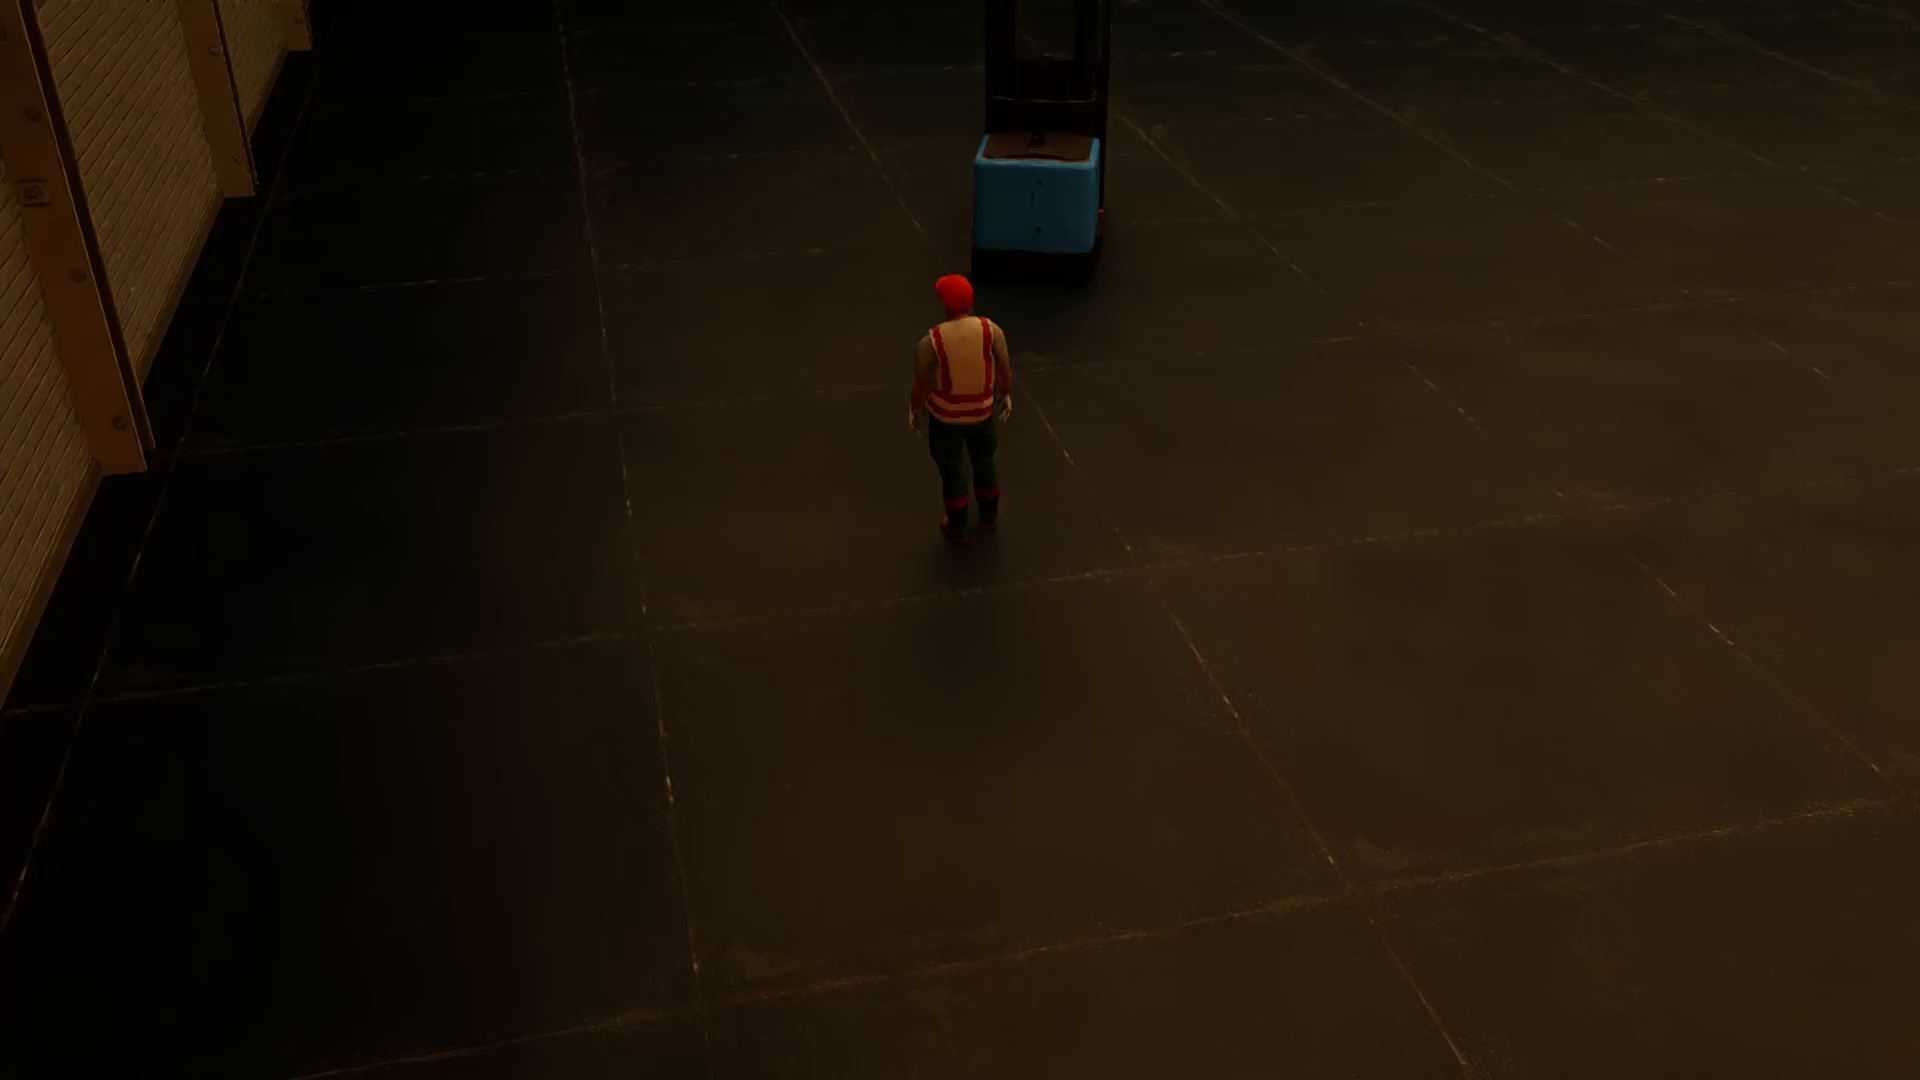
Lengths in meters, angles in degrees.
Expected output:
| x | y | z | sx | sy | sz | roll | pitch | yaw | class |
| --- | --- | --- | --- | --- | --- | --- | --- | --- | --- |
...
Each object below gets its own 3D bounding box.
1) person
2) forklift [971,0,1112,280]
| x | y | z | sx | sy | sz | roll | pitch | yaw | class |
| --- | --- | --- | --- | --- | --- | --- | --- | --- | --- |
| -0.008 | -0.821 | 10.118 | 0.637 | 1.787 | 0.563 | -7 | 31 | -12 | person |
| 0.796 | -4.209 | 14.844 | 1.130 | 2.935 | 3.031 | 4 | 30 | 6 | forklift |
